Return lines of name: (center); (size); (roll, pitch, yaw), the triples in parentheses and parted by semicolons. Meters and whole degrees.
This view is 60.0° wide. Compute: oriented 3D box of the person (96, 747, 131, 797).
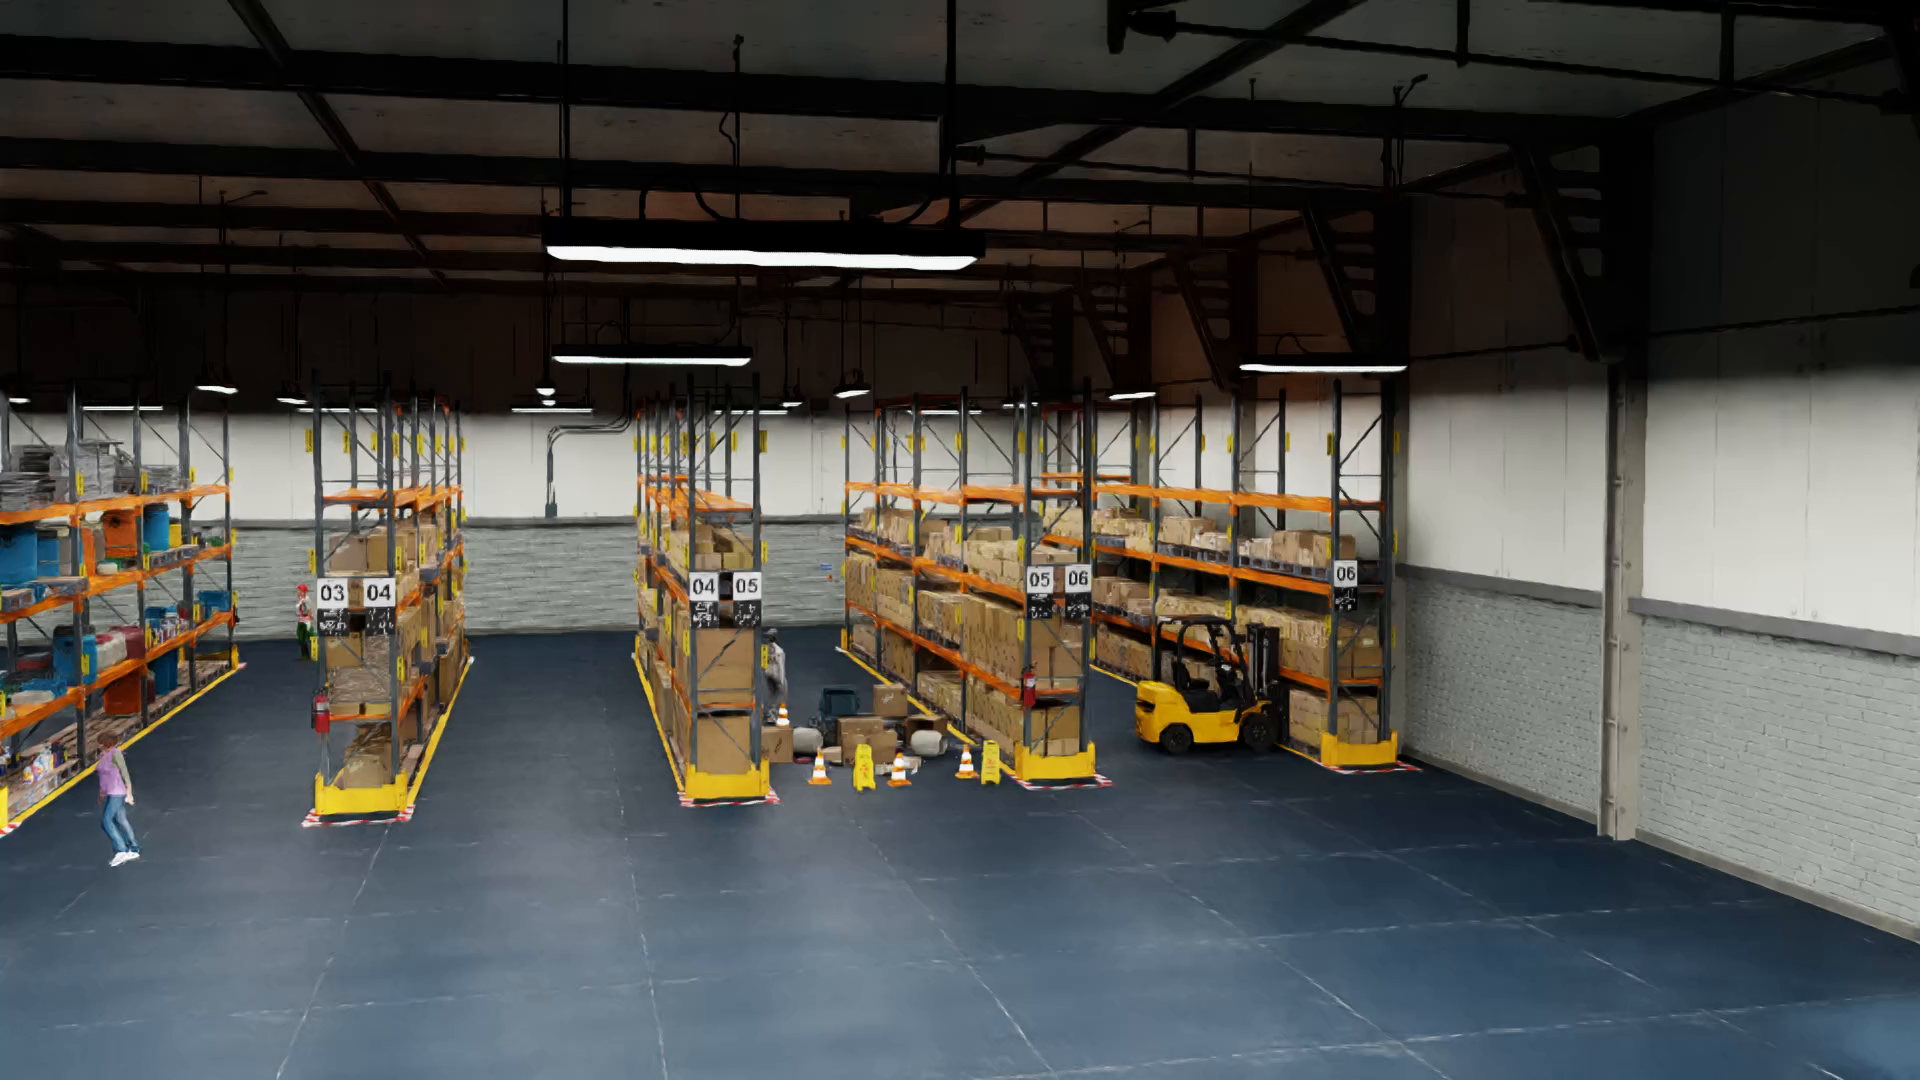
person: (-10.123, 2.768, 19.866); (0.344, 0.586, 0.438); (-3, 5, -43)

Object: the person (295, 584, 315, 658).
person: (-15.101, 1.869, 38.509); (0.520, 1.720, 0.632); (-3, 4, -43)

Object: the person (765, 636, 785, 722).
person: (-3.325, 2.455, 29.801); (0.412, 1.652, 0.460); (-3, 5, -44)

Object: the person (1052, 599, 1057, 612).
person: (2.034, 2.046, 37.178); (0.491, 1.592, 0.515); (0, 3, 5)
